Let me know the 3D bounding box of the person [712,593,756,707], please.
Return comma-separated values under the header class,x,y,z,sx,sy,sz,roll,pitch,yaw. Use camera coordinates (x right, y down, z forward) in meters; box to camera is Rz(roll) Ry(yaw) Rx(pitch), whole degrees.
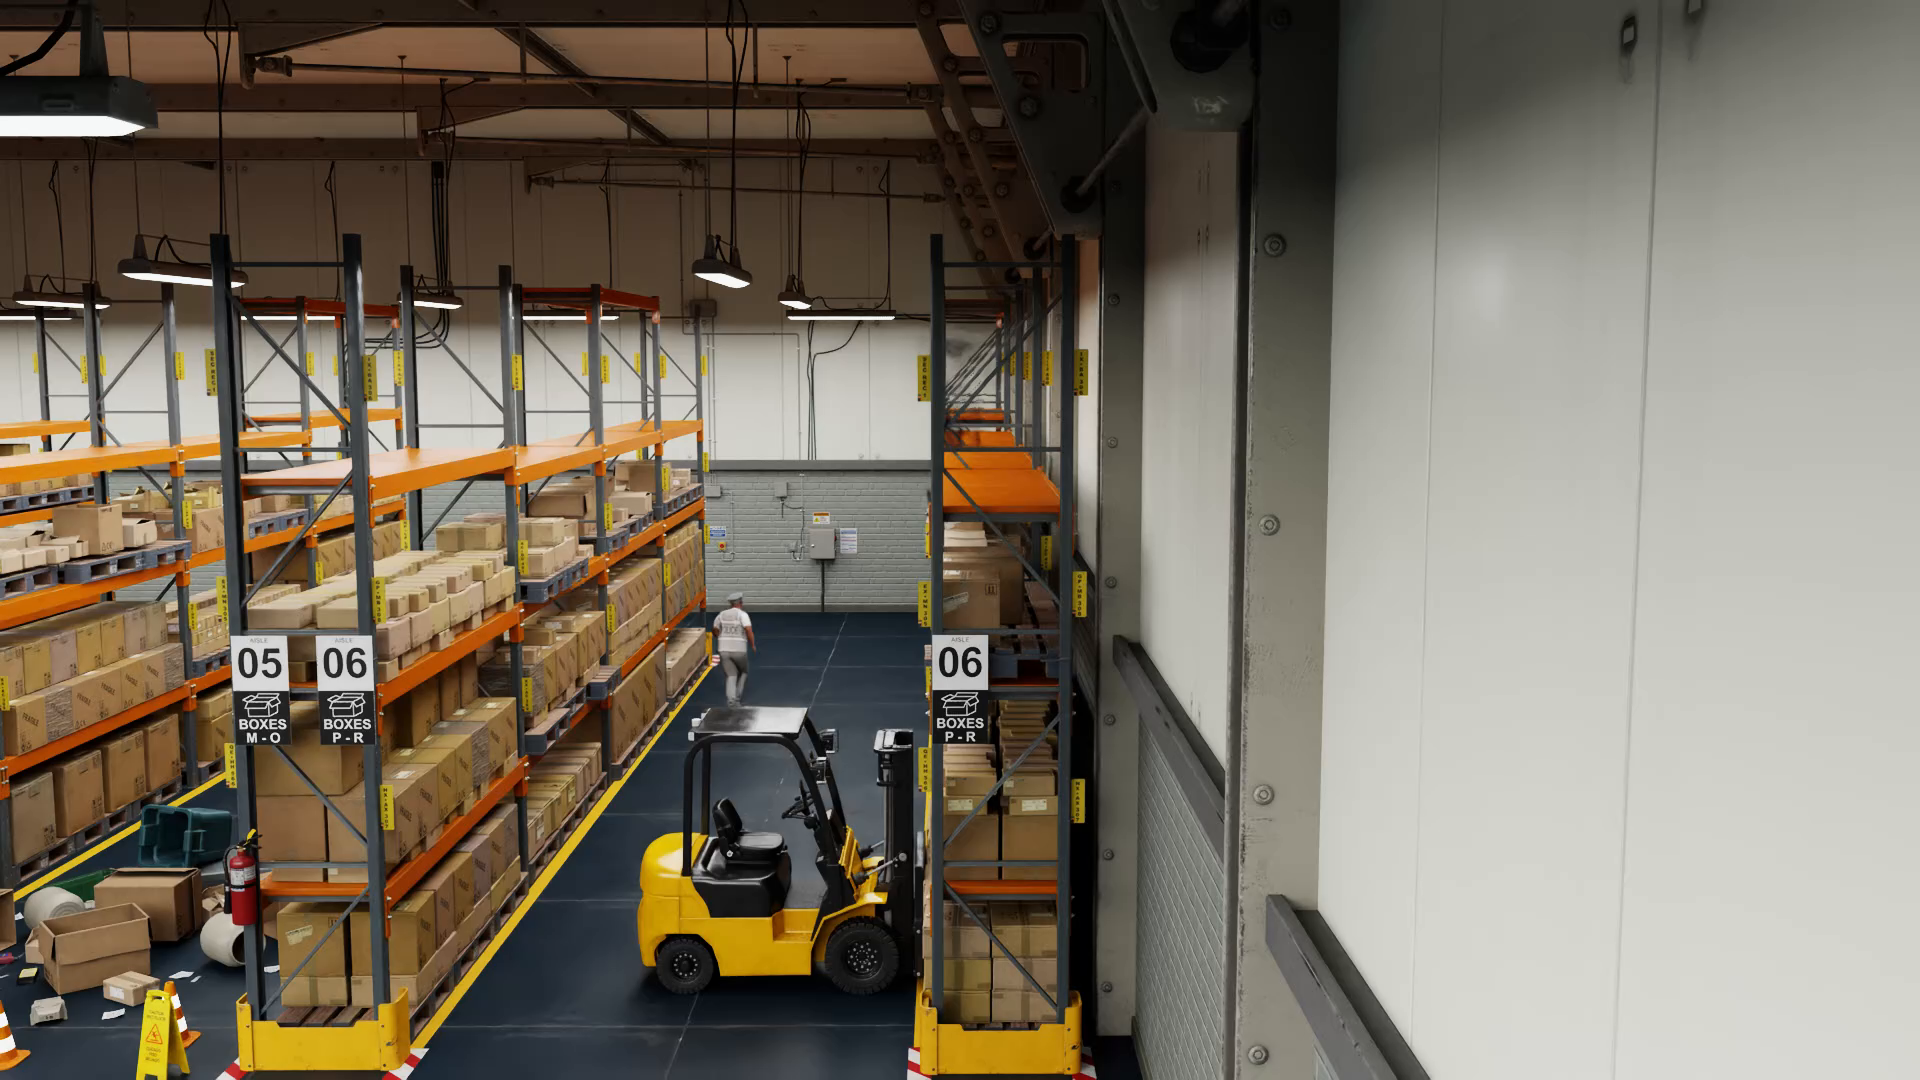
class,x,y,z,sx,sy,sz,roll,pitch,yaw
person,-3.335,1.684,24.237,0.665,1.735,0.844,1,6,8
